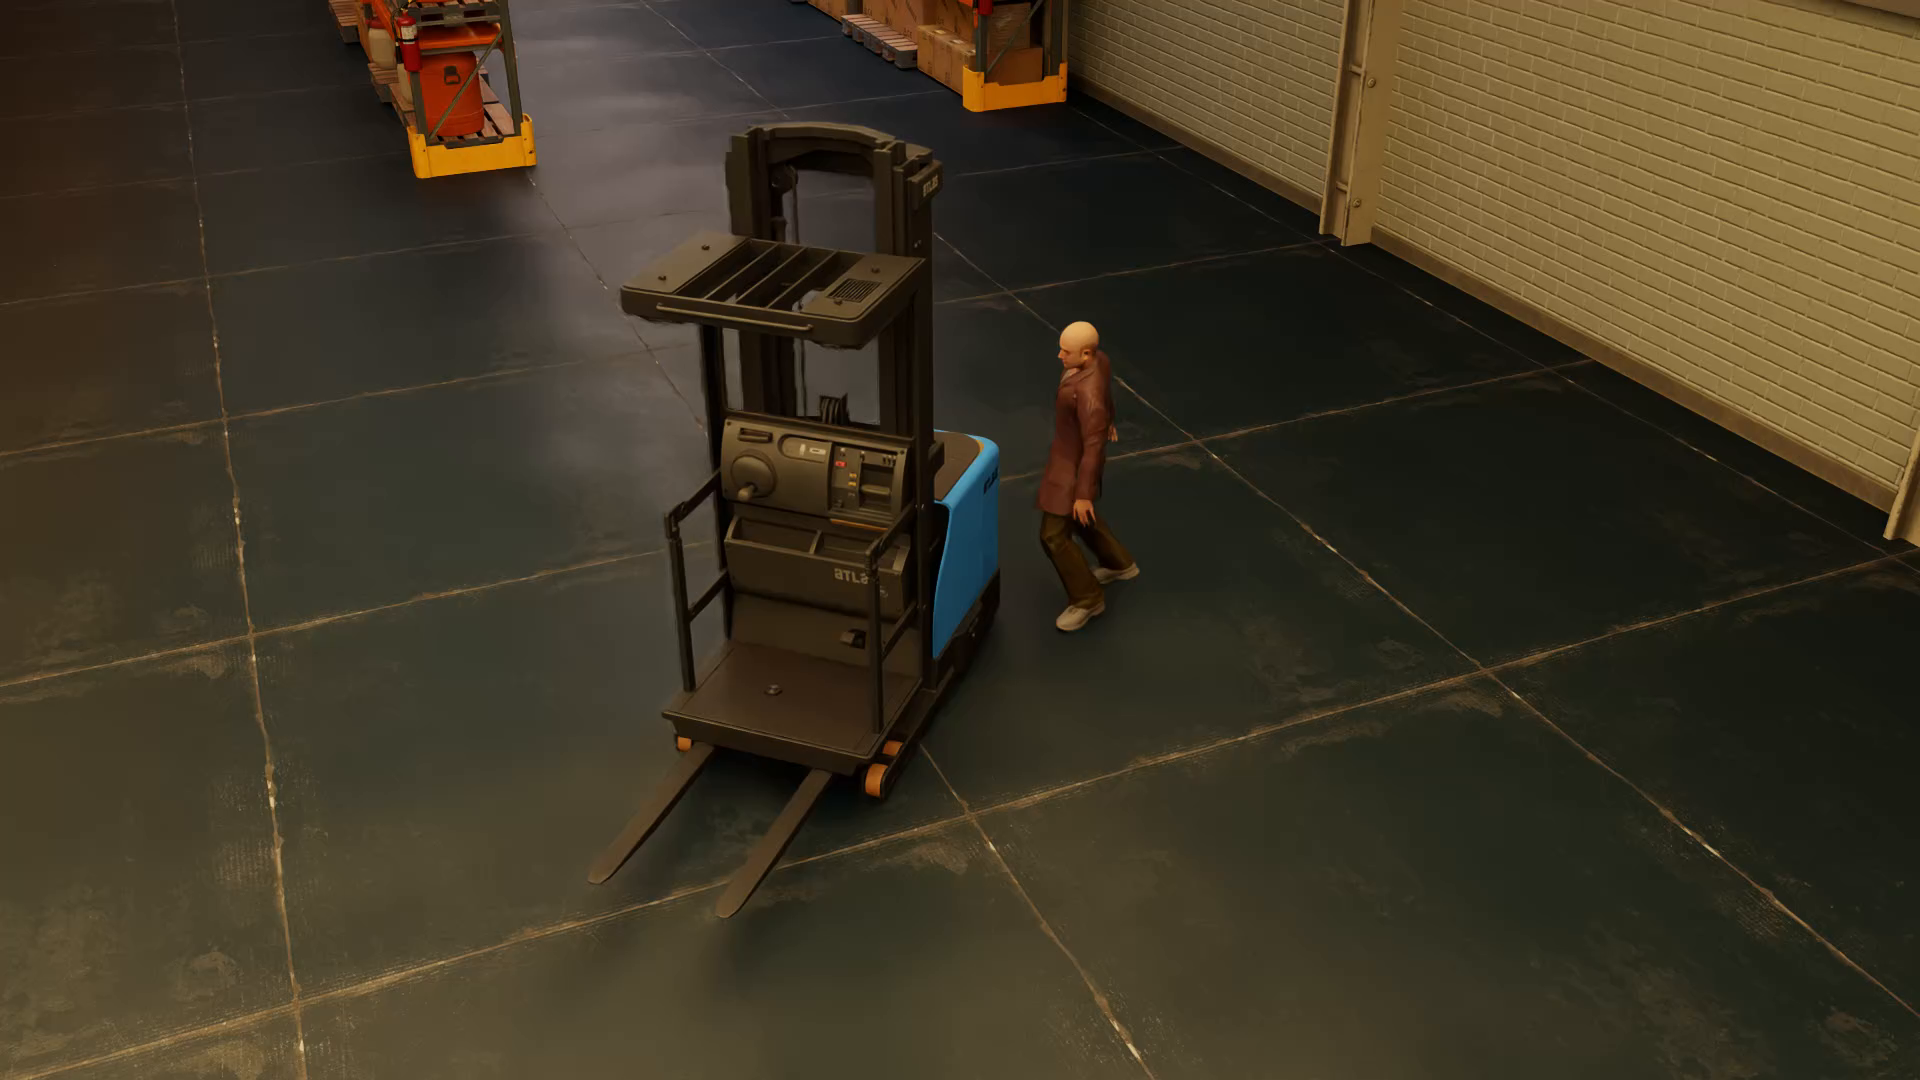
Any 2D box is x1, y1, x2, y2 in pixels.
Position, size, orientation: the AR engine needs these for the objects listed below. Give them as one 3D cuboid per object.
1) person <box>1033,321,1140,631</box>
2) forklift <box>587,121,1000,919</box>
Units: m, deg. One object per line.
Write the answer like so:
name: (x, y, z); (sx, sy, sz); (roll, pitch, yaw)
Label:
person: (0.727, -0.427, 9.152); (0.584, 1.739, 0.935); (5, 30, 9)
forklift: (-0.759, -0.275, 7.600); (1.130, 2.935, 3.031); (10, 31, 17)
